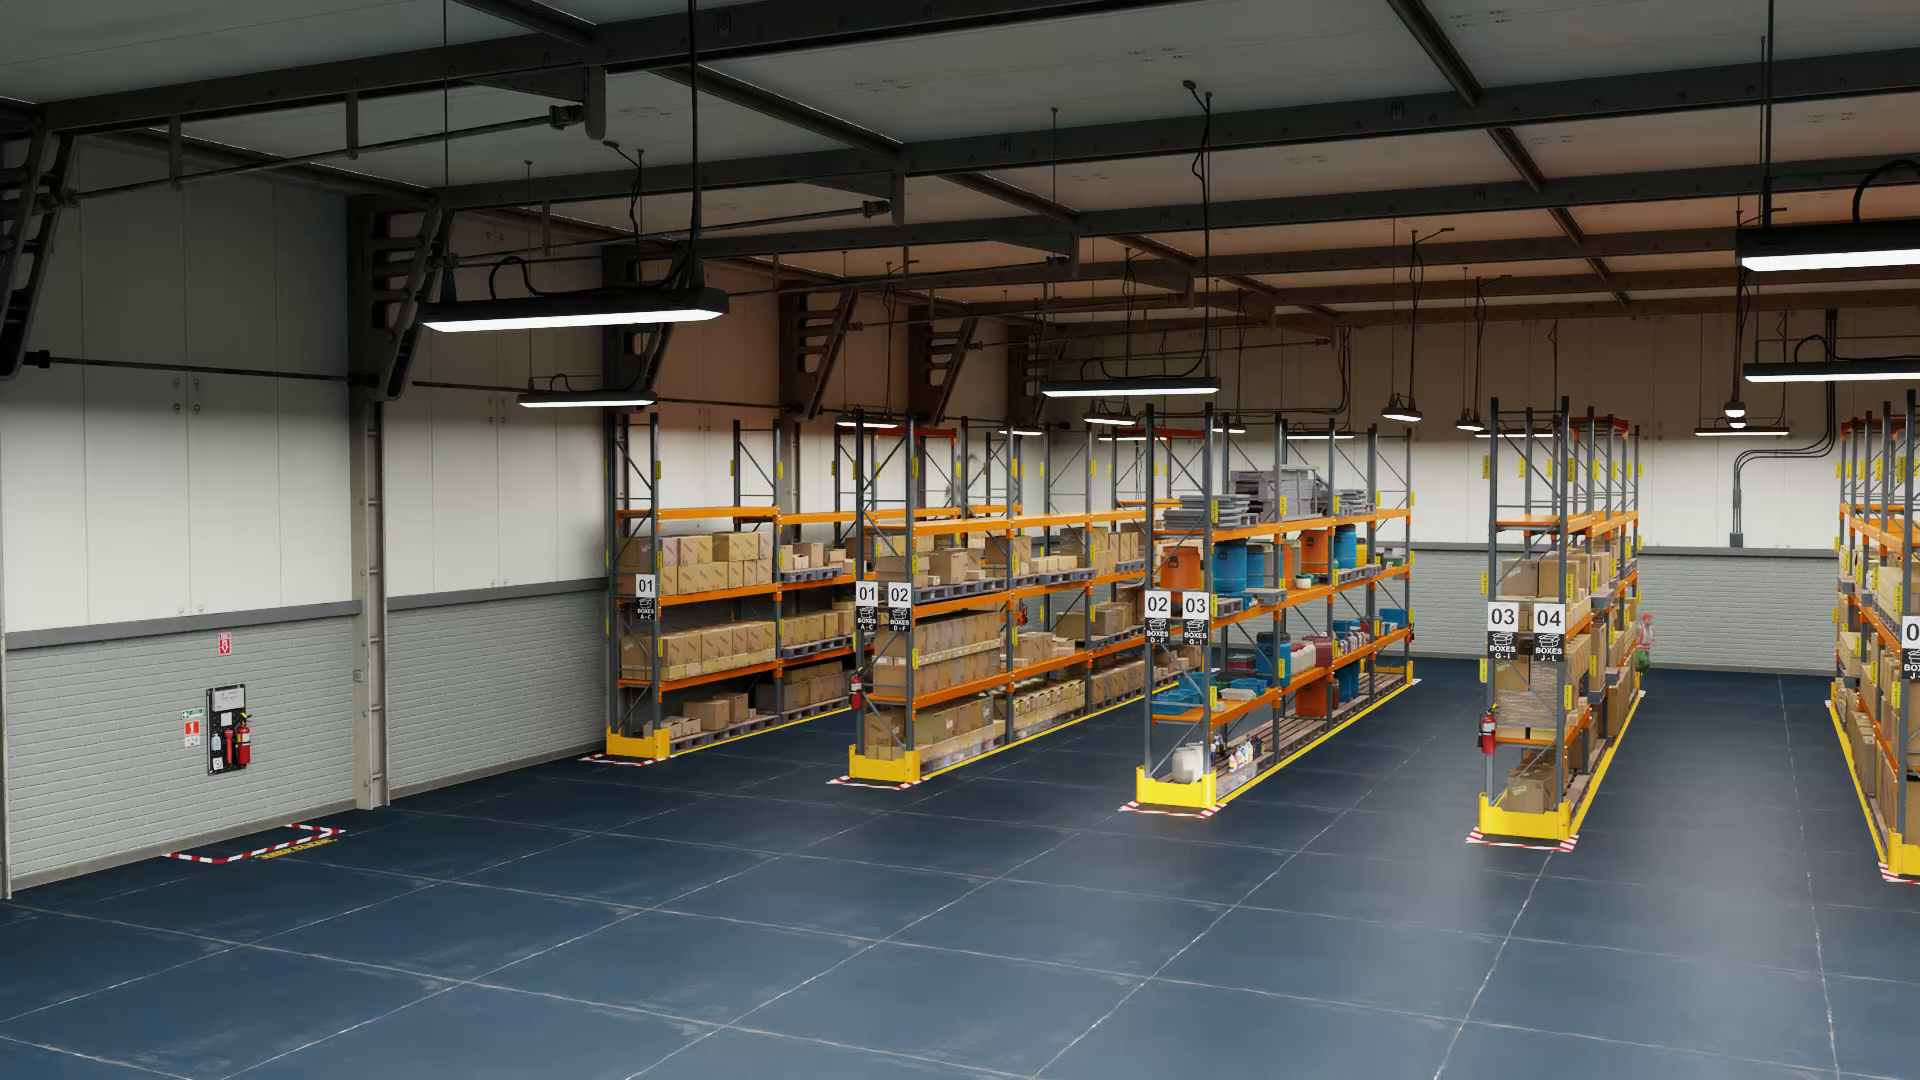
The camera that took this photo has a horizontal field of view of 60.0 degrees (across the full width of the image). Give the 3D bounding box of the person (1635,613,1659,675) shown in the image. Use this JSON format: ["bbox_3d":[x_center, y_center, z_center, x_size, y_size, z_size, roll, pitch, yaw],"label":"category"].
[{"bbox_3d":[15.602,2.524,37.977,0.643,1.718,0.770,-1,3,-24],"label":"person"}]

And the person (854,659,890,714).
[{"bbox_3d":[-1.594,2.927,30.390,0.736,1.585,0.871,0,2,5],"label":"person"}]

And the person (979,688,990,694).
[{"bbox_3d":[0.507,2.801,34.544,0.642,1.579,0.961,2,3,36],"label":"person"}]
